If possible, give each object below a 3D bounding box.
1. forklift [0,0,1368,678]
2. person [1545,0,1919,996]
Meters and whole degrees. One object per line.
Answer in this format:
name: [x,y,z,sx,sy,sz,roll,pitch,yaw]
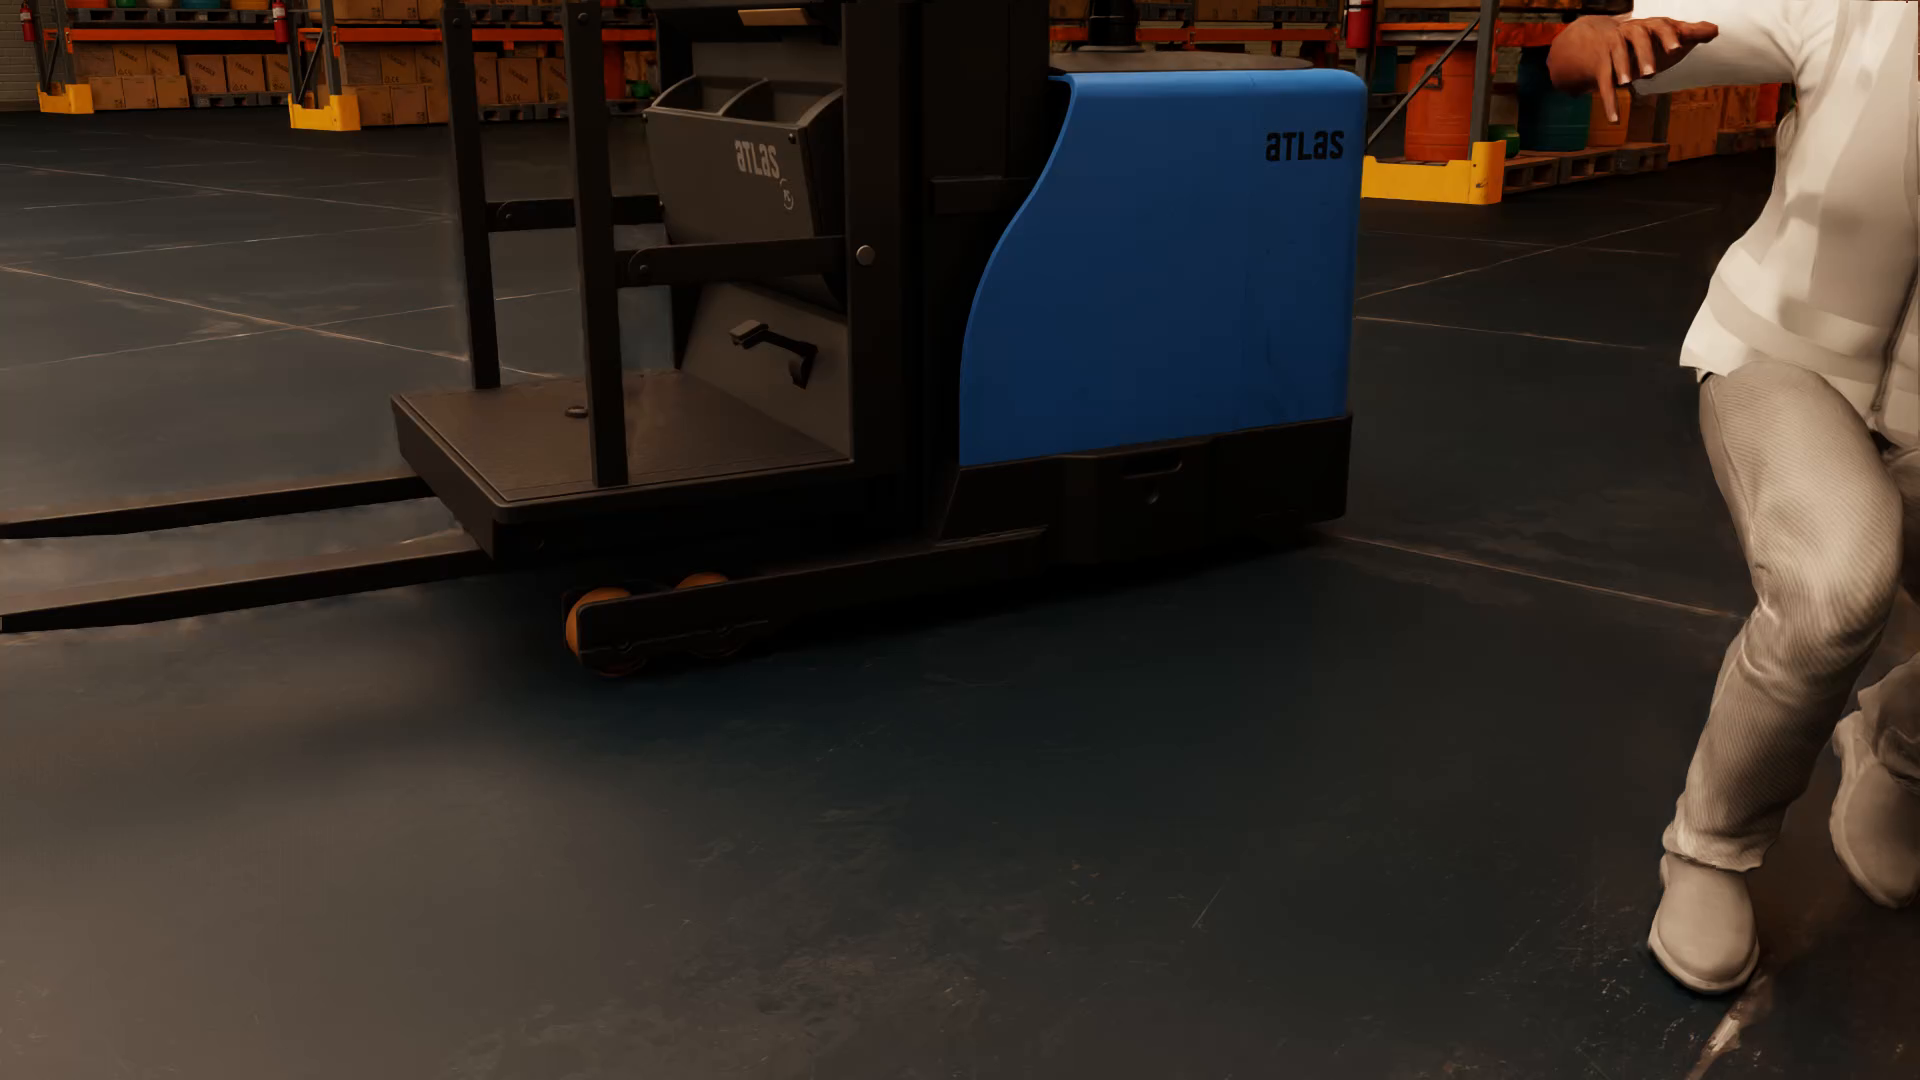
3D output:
forklift: [-0.635,-1.321,3.249,3.031,2.935,1.130,-9,19,-27]
person: [1.097,-0.153,1.921,0.837,1.477,0.991,4,17,14]
